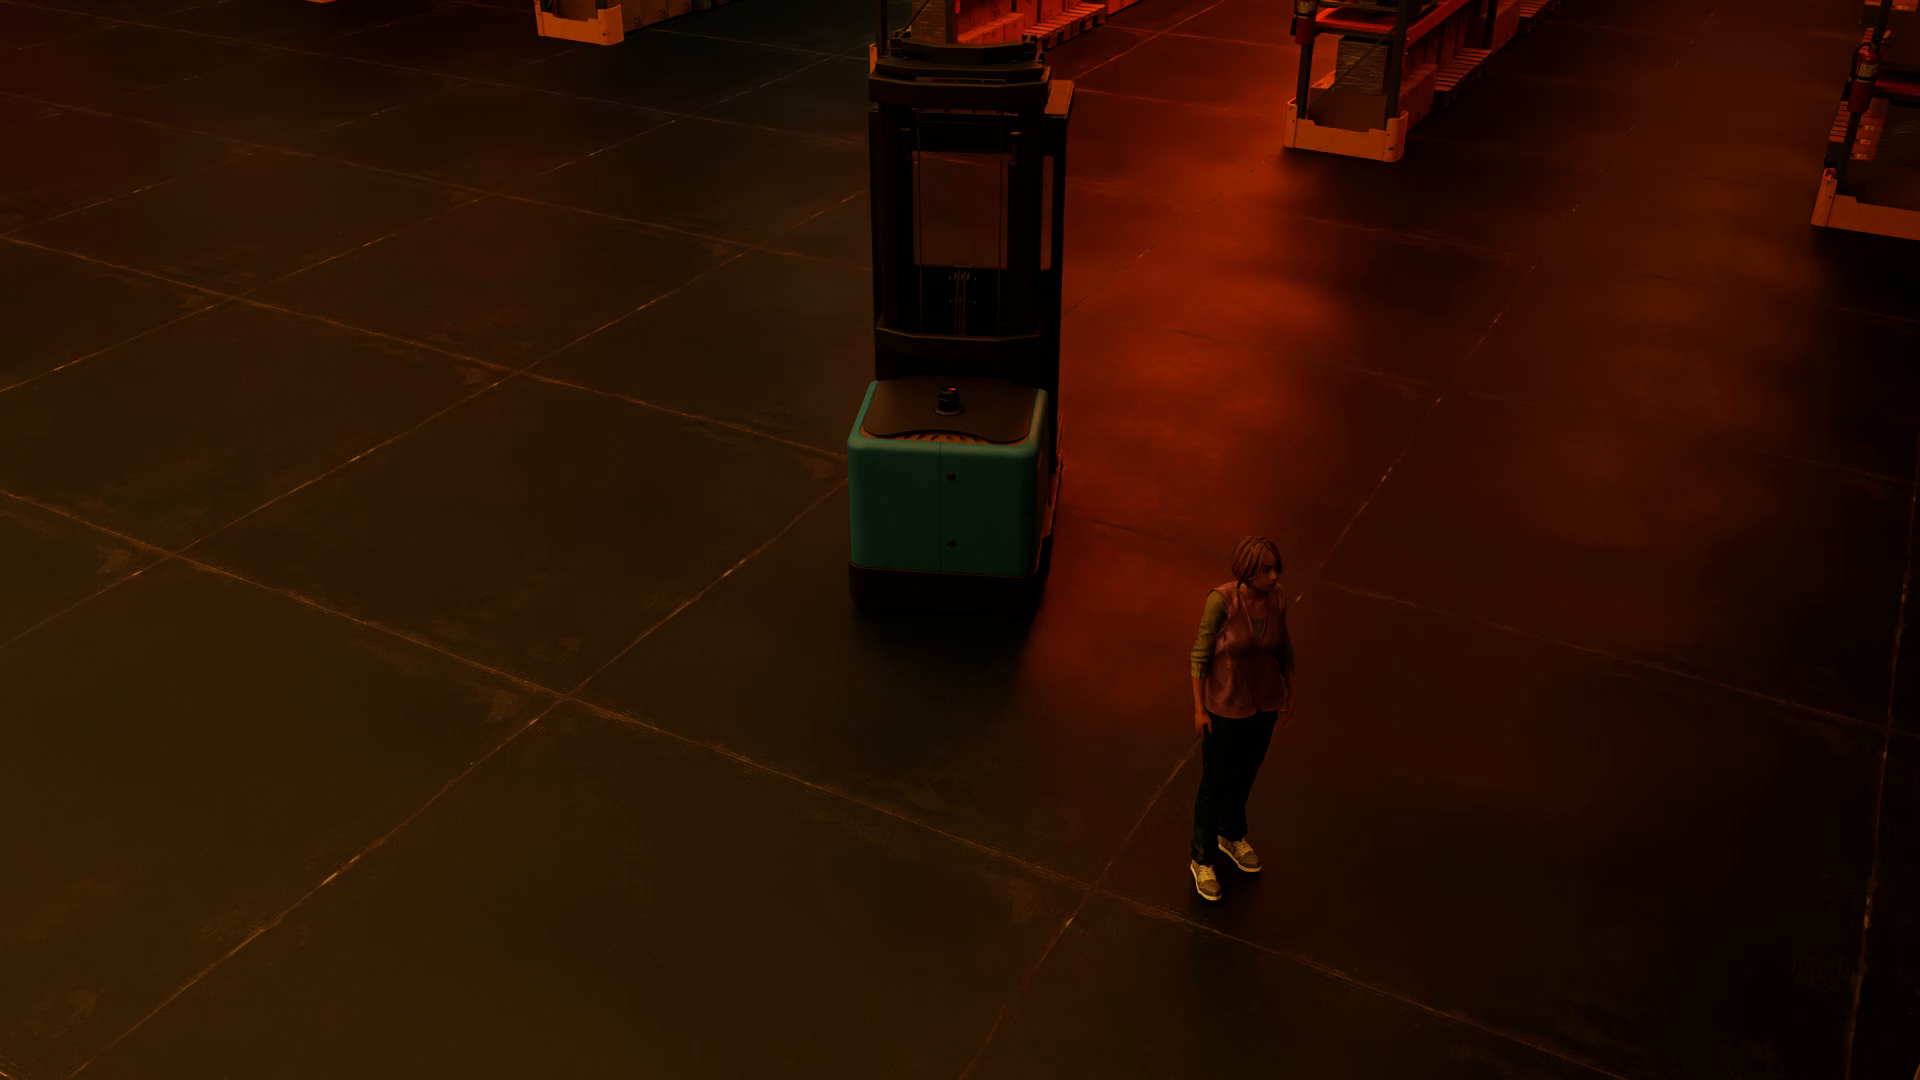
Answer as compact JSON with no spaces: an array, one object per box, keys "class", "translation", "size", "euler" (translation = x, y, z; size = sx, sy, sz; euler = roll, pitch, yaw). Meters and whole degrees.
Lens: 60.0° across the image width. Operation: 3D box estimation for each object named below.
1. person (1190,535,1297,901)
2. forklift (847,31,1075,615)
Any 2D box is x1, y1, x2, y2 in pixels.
[{"class":"person","translation":[1.231,0.747,7.096],"size":[0.520,1.599,0.472],"euler":[-11,32,-19]},{"class":"forklift","translation":[0.072,-1.572,9.794],"size":[1.130,2.935,3.031],"euler":[3,30,6]}]
